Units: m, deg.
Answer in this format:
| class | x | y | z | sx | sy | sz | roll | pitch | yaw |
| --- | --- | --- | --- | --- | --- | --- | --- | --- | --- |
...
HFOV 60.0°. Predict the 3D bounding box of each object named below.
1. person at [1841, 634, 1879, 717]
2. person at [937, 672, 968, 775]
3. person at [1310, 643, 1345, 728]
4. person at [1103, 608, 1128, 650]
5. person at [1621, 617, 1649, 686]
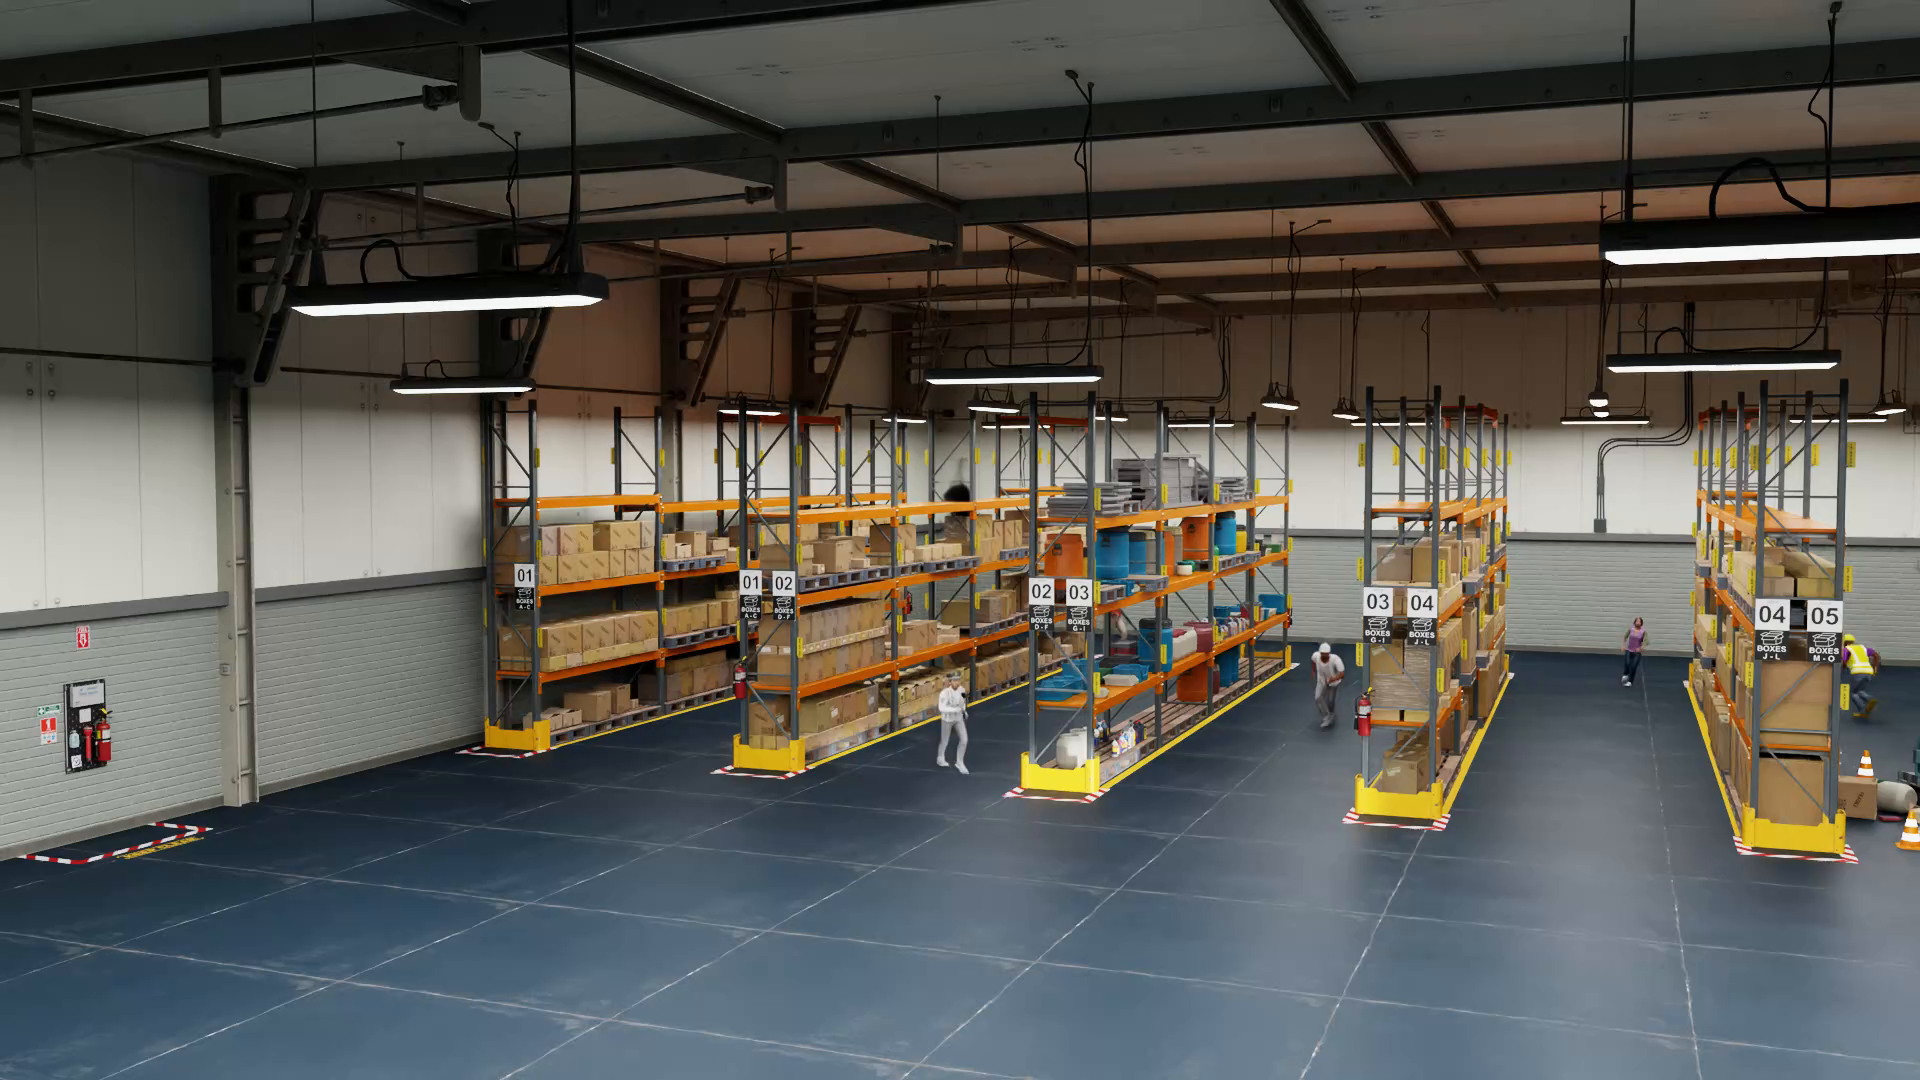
| class | x | y | z | sx | sy | sz | roll | pitch | yaw |
| --- | --- | --- | --- | --- | --- | --- | --- | --- | --- |
| person | 17.465 | 2.633 | 32.265 | 0.734 | 1.567 | 0.897 | 0 | 3 | -10 |
| person | -0.115 | 2.887 | 26.420 | 0.602 | 1.652 | 0.945 | -1 | 3 | -22 |
| person | 6.908 | 2.684 | 31.135 | 0.710 | 1.595 | 1.122 | 1 | 3 | 26 |
| person | 3.901 | 2.076 | 42.156 | 0.669 | 1.771 | 0.879 | -1 | 3 | -22 |
| person | 14.717 | 2.443 | 36.262 | 0.569 | 1.528 | 0.469 | 1 | 3 | 26 |
